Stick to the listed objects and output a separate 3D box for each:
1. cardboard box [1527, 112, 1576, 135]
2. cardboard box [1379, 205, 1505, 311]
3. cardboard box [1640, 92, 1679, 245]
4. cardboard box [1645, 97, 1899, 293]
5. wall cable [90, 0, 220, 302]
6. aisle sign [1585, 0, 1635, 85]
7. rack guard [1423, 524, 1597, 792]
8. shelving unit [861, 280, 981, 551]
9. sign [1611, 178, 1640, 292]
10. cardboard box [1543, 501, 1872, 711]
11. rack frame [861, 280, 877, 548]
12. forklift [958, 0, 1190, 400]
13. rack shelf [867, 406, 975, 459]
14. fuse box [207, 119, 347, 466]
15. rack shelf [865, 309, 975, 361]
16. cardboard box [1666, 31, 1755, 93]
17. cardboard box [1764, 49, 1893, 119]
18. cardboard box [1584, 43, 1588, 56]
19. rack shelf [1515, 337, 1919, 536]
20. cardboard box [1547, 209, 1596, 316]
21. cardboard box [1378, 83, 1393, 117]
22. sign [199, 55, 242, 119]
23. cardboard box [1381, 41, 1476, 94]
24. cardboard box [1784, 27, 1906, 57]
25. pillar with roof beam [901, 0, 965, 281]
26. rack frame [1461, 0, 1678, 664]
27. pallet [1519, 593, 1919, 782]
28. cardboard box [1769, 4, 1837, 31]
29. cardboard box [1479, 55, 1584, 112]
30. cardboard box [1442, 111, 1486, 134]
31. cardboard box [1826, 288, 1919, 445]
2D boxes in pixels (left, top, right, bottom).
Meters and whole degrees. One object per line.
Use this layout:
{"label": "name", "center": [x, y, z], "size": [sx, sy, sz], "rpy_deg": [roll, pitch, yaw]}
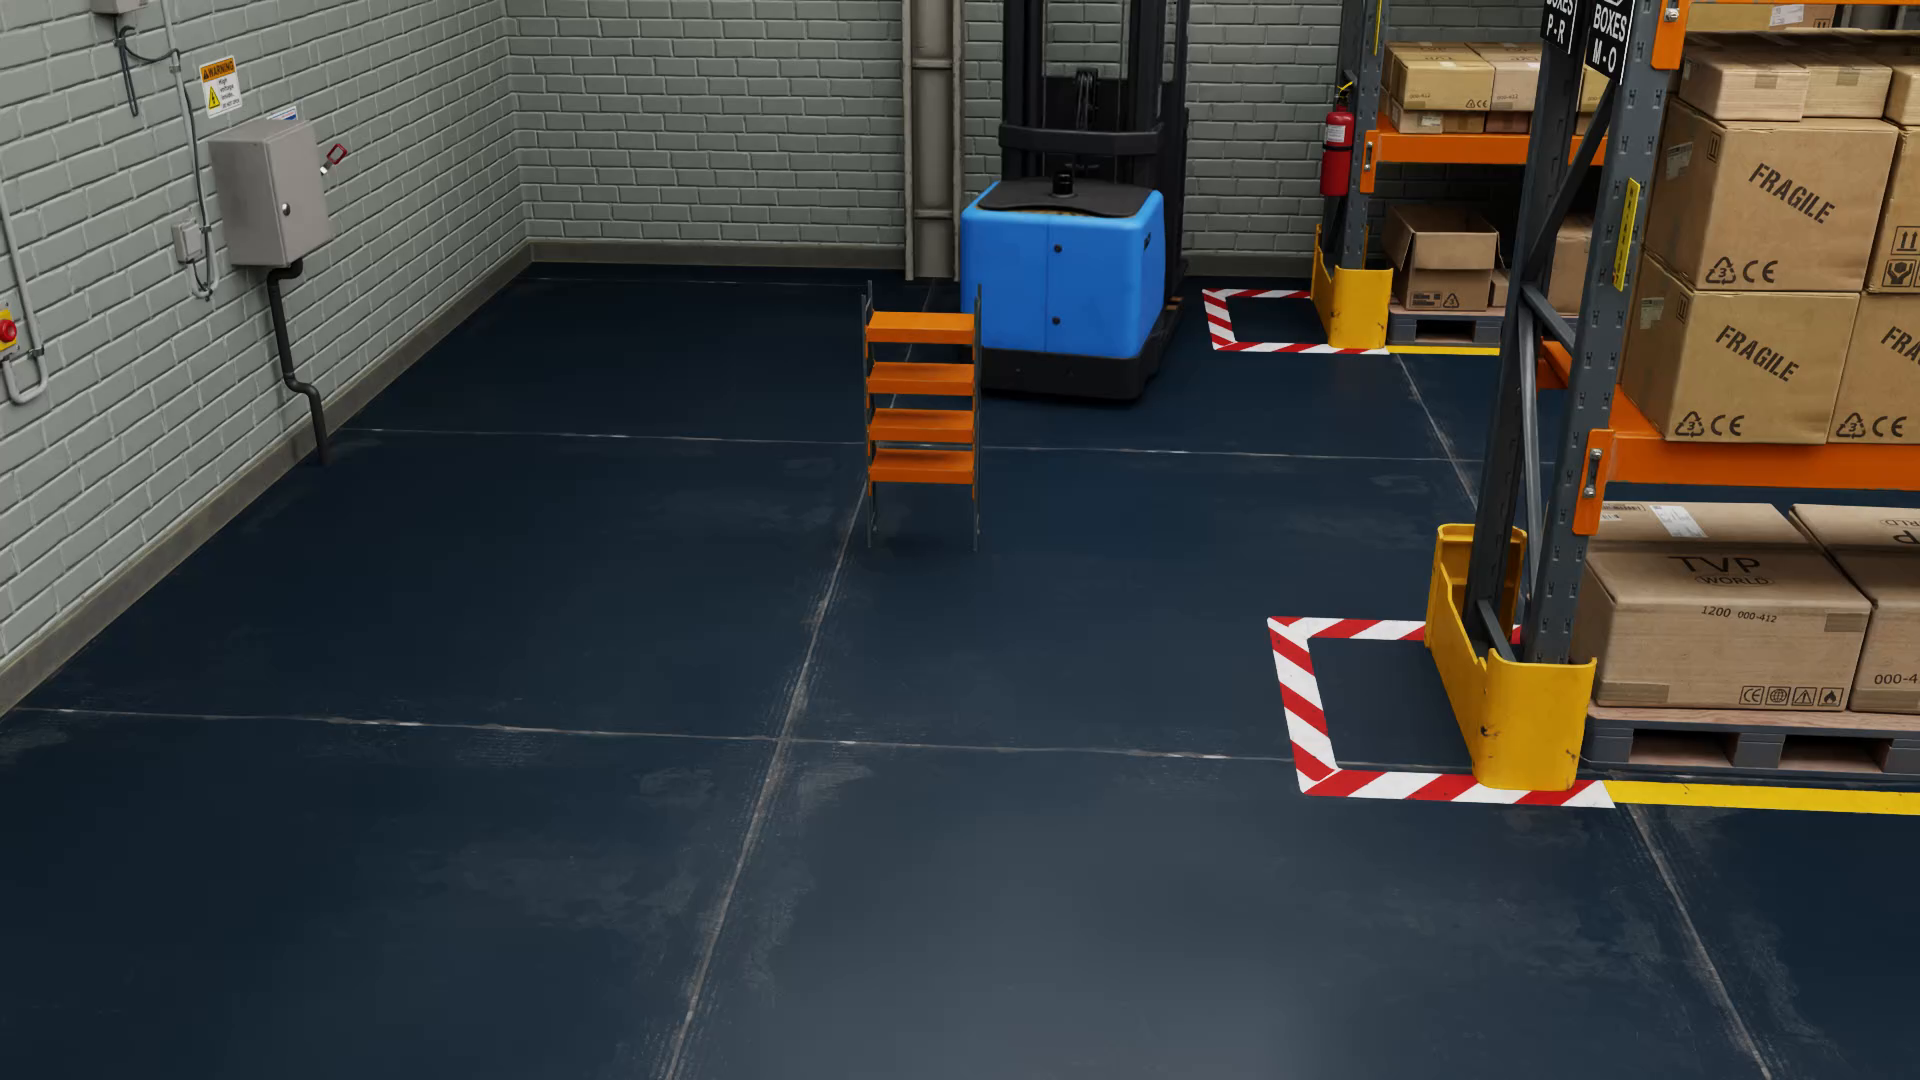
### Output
{"label": "cardboard box", "center": [3.517, -2.539, 9.981], "size": [0.250, 0.149, 0.380], "rpy_deg": [3, 25, 6]}
{"label": "cardboard box", "center": [3.044, -1.792, 10.541], "size": [0.637, 0.503, 0.797], "rpy_deg": [1, 25, 2]}
{"label": "cardboard box", "center": [2.564, -1.309, 5.691], "size": [0.500, 0.500, 0.500], "rpy_deg": [3, 25, 6]}
{"label": "cardboard box", "center": [2.522, -1.091, 5.218], "size": [0.500, 0.500, 0.500], "rpy_deg": [1, 25, 3]}
{"label": "wall cable", "center": [-3.462, -1.950, 7.183], "size": [0.122, 1.984, 0.588], "rpy_deg": [2, 25, 4]}
{"label": "aisle sign", "center": [1.971, -1.788, 4.938], "size": [0.004, 0.787, 0.394], "rpy_deg": [2, 25, 4]}
{"label": "rack guard", "center": [2.041, 0.409, 6.263], "size": [0.348, 0.500, 1.175], "rpy_deg": [2, 25, 4]}
{"label": "shelving unit", "center": [-0.165, -0.550, 7.511], "size": [0.503, 1.200, 0.258], "rpy_deg": [2, 25, 4]}
{"label": "sign", "center": [2.017, -0.924, 5.039], "size": [0.005, 0.325, 0.100], "rpy_deg": [2, 25, 4]}
{"label": "cardboard box", "center": [2.731, 0.227, 6.232], "size": [0.875, 0.438, 0.875], "rpy_deg": [1, 25, 2]}
{"label": "rack frame", "center": [-0.408, -0.558, 7.528], "size": [0.015, 1.200, 0.240], "rpy_deg": [2, 25, 4]}
{"label": "forklift", "center": [0.853, -2.706, 10.125], "size": [1.130, 2.935, 3.031], "rpy_deg": [6, 25, 13]}
{"label": "rack shelf", "center": [-0.165, -0.489, 7.539], "size": [0.480, 0.148, 0.258], "rpy_deg": [2, 25, 4]}
{"label": "fuse box", "center": [-3.253, -1.182, 8.272], "size": [0.414, 1.711, 0.539], "rpy_deg": [2, 25, 4]}
{"label": "rack shelf", "center": [-0.165, -0.907, 7.346], "size": [0.480, 0.148, 0.258], "rpy_deg": [2, 25, 4]}
{"label": "cardboard box", "center": [2.438, -1.592, 5.530], "size": [0.250, 0.149, 0.380], "rpy_deg": [2, 25, 5]}
{"label": "cardboard box", "center": [2.665, -1.415, 5.144], "size": [0.250, 0.149, 0.380], "rpy_deg": [2, 25, 5]}
{"label": "cardboard box", "center": [3.928, -2.923, 10.337], "size": [0.500, 0.250, 0.500], "rpy_deg": [3, 25, 6]}
{"label": "rack shelf", "center": [4.059, -0.335, 5.750], "size": [4.000, 0.370, 1.077], "rpy_deg": [2, 25, 4]}
{"label": "cardboard box", "center": [3.893, -1.747, 10.447], "size": [0.500, 0.500, 0.700], "rpy_deg": [3, 25, 6]}
{"label": "cardboard box", "center": [2.792, -2.782, 10.508], "size": [0.250, 0.149, 0.380], "rpy_deg": [2, 25, 3]}
{"label": "sign", "center": [-3.463, -2.126, 7.794], "size": [0.001, 0.242, 0.339], "rpy_deg": [2, 25, 4]}
{"label": "cardboard box", "center": [2.920, -2.958, 10.413], "size": [0.500, 0.250, 0.500], "rpy_deg": [3, 25, 6]}
{"label": "cardboard box", "center": [2.957, -1.621, 5.592], "size": [0.250, 0.149, 0.380], "rpy_deg": [2, 25, 3]}
{"label": "pillar with roof beam", "center": [-0.508, -4.188, 6.086], "size": [0.400, 9.000, 9.100], "rpy_deg": [2, 25, 4]}
{"label": "rack frame", "center": [2.065, -0.726, 5.739], "size": [0.127, 3.000, 1.000], "rpy_deg": [2, 25, 4]}
{"label": "pallet", "center": [2.868, 0.534, 6.337], "size": [1.213, 0.211, 1.003], "rpy_deg": [2, 25, 4]}
{"label": "cardboard box", "center": [4.965, -3.233, 10.114], "size": [0.500, 0.500, 0.500], "rpy_deg": [1, 25, 3]}
{"label": "cardboard box", "center": [3.376, -2.719, 9.894], "size": [0.500, 0.250, 0.500], "rpy_deg": [2, 25, 5]}
{"label": "cardboard box", "center": [3.005, -2.567, 10.041], "size": [0.250, 0.149, 0.380], "rpy_deg": [2, 25, 5]}
{"label": "cardboard box", "center": [3.028, -0.632, 5.415], "size": [0.500, 0.500, 0.500], "rpy_deg": [1, 25, 3]}
